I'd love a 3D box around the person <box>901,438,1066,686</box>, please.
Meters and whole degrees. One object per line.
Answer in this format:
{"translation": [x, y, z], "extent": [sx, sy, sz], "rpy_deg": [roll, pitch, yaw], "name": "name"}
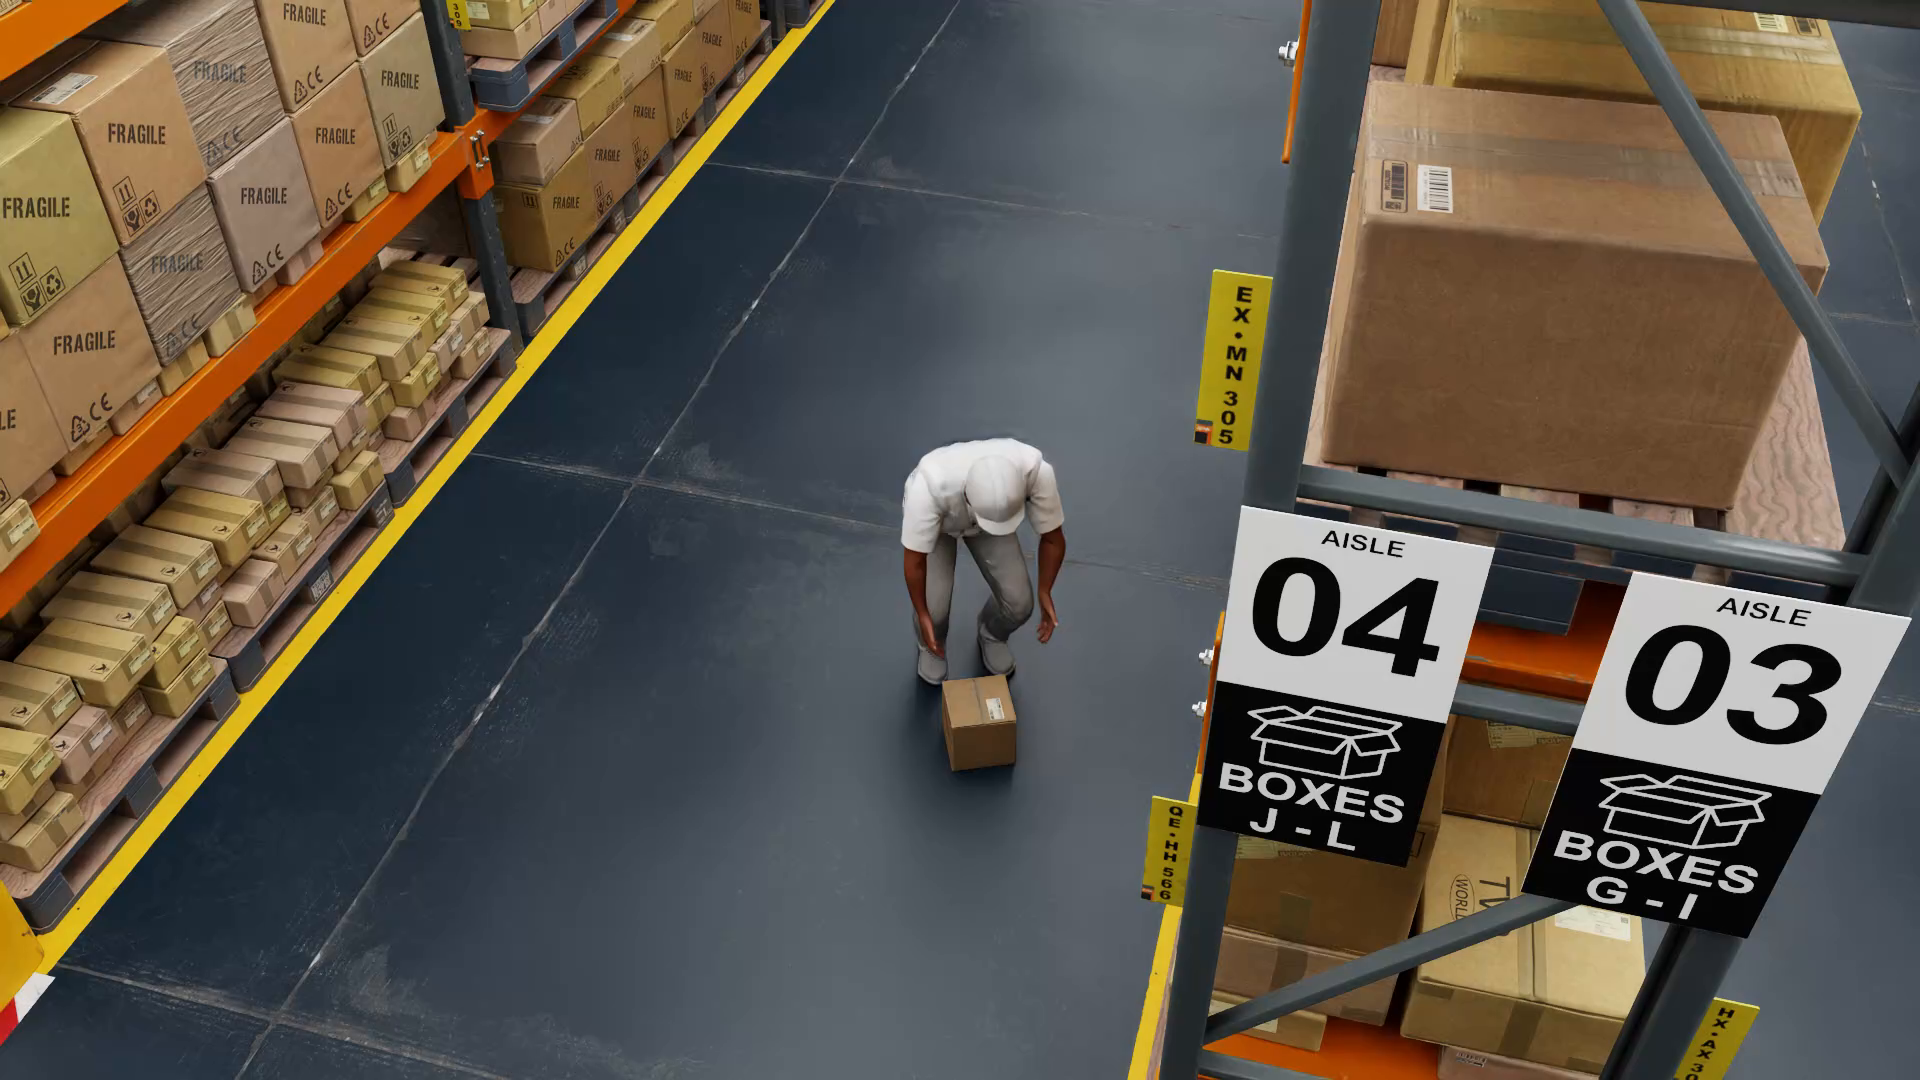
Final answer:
{"translation": [0.071, 0.037, 6.444], "extent": [0.629, 1.313, 0.805], "rpy_deg": [-6, 41, -7], "name": "person"}
